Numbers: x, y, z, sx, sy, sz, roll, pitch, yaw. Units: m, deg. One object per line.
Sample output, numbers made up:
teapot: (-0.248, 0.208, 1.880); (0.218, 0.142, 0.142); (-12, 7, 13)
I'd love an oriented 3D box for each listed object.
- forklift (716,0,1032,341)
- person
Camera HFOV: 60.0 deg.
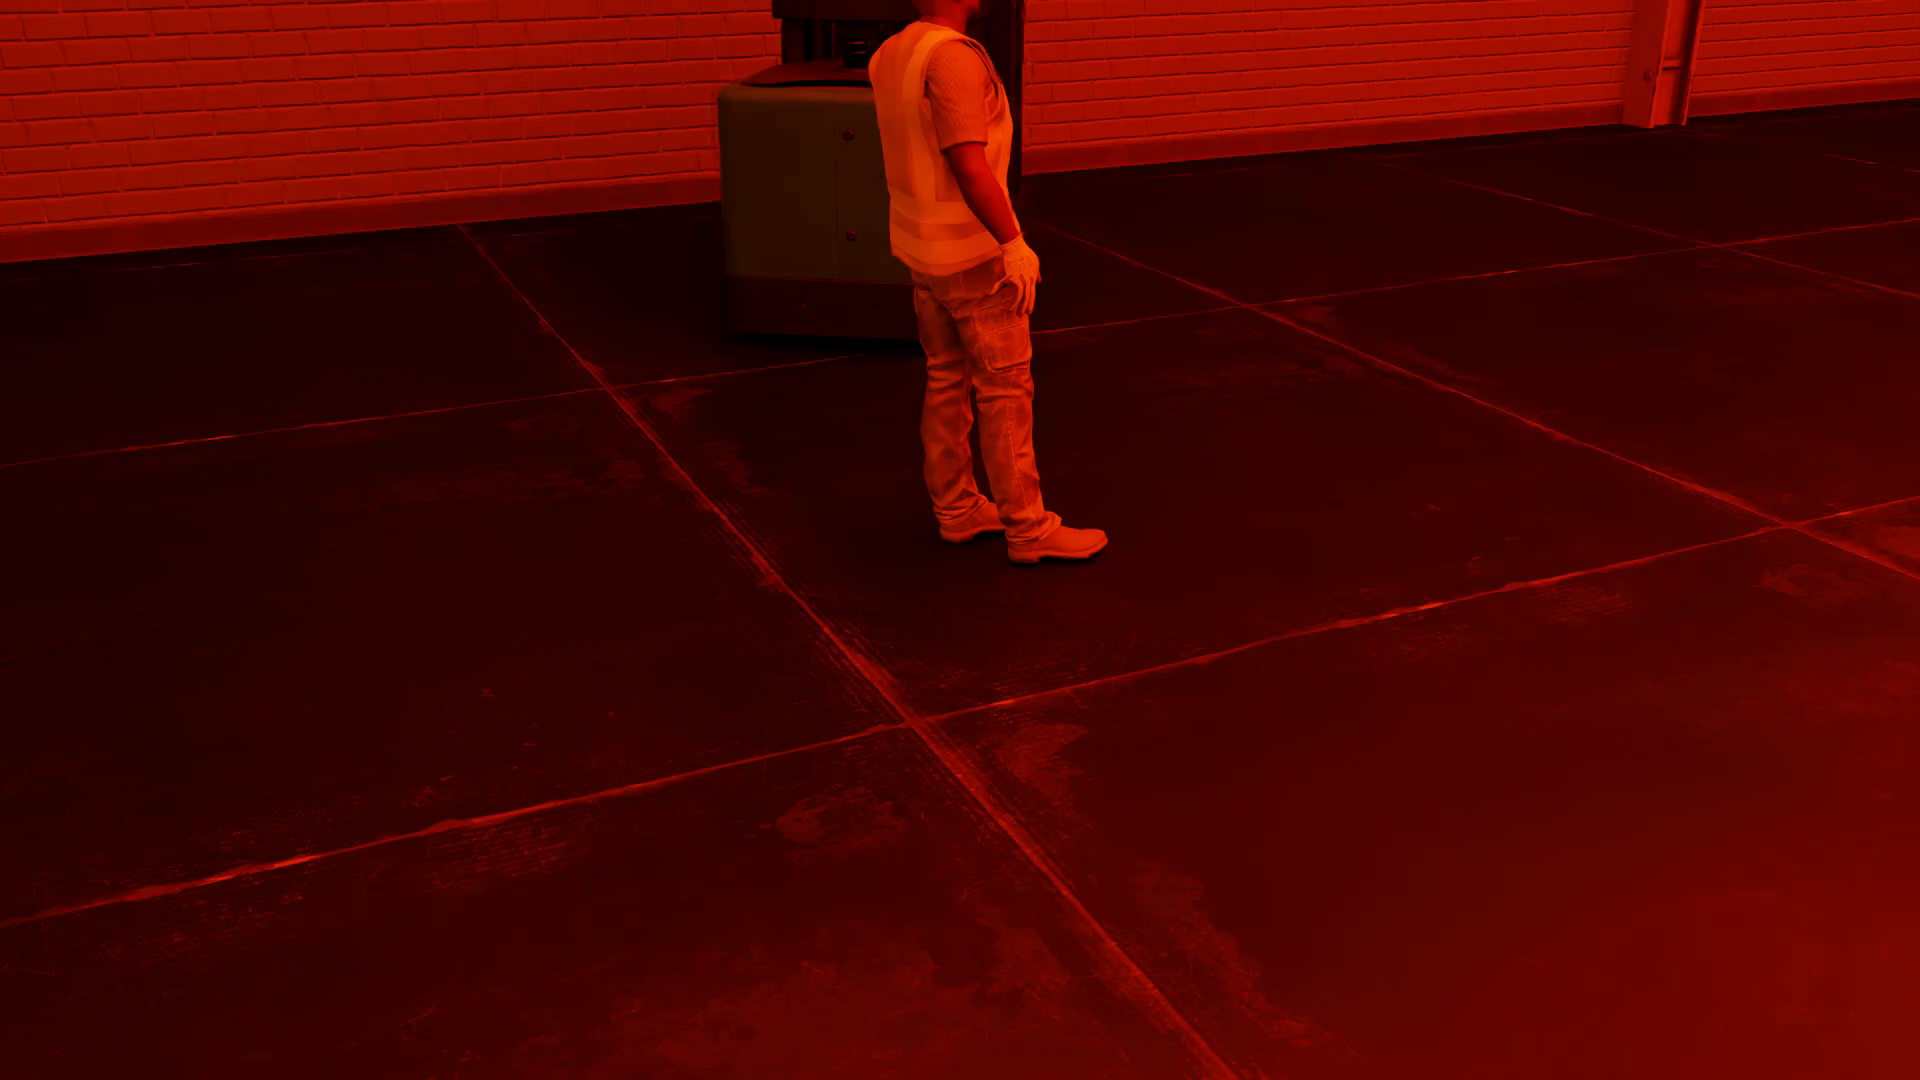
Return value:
forklift: (-0.245, -2.709, 7.807); (1.130, 2.935, 3.031); (4, 23, 9)
person: (0.069, -0.839, 4.782); (0.577, 1.782, 0.656); (-10, 25, -23)
